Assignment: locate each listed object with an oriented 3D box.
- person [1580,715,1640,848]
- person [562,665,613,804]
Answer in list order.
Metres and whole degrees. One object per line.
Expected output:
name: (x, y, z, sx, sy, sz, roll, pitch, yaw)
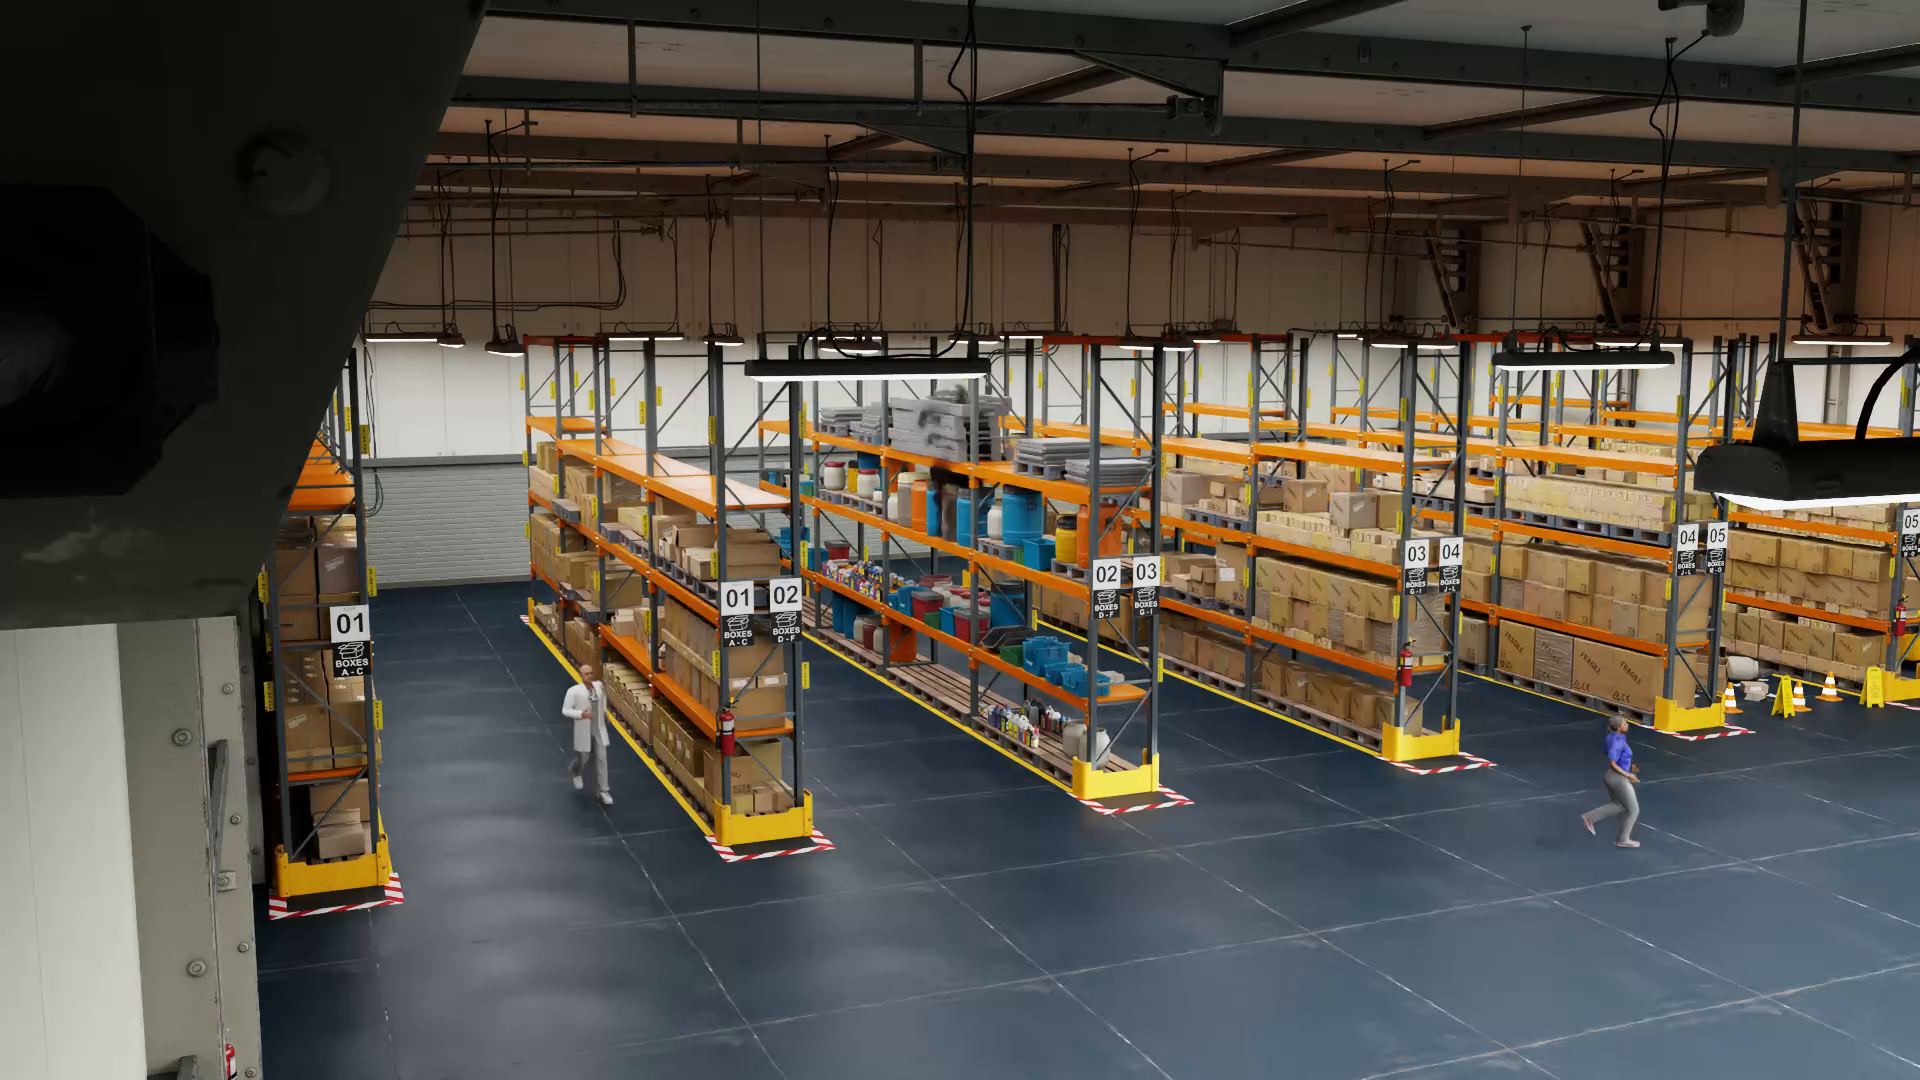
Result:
person: (7.870, 2.890, 19.959, 0.636, 1.607, 0.579, 1, 8, 10)
person: (-4.895, 2.545, 21.928, 0.710, 1.739, 1.049, -6, 9, -36)
